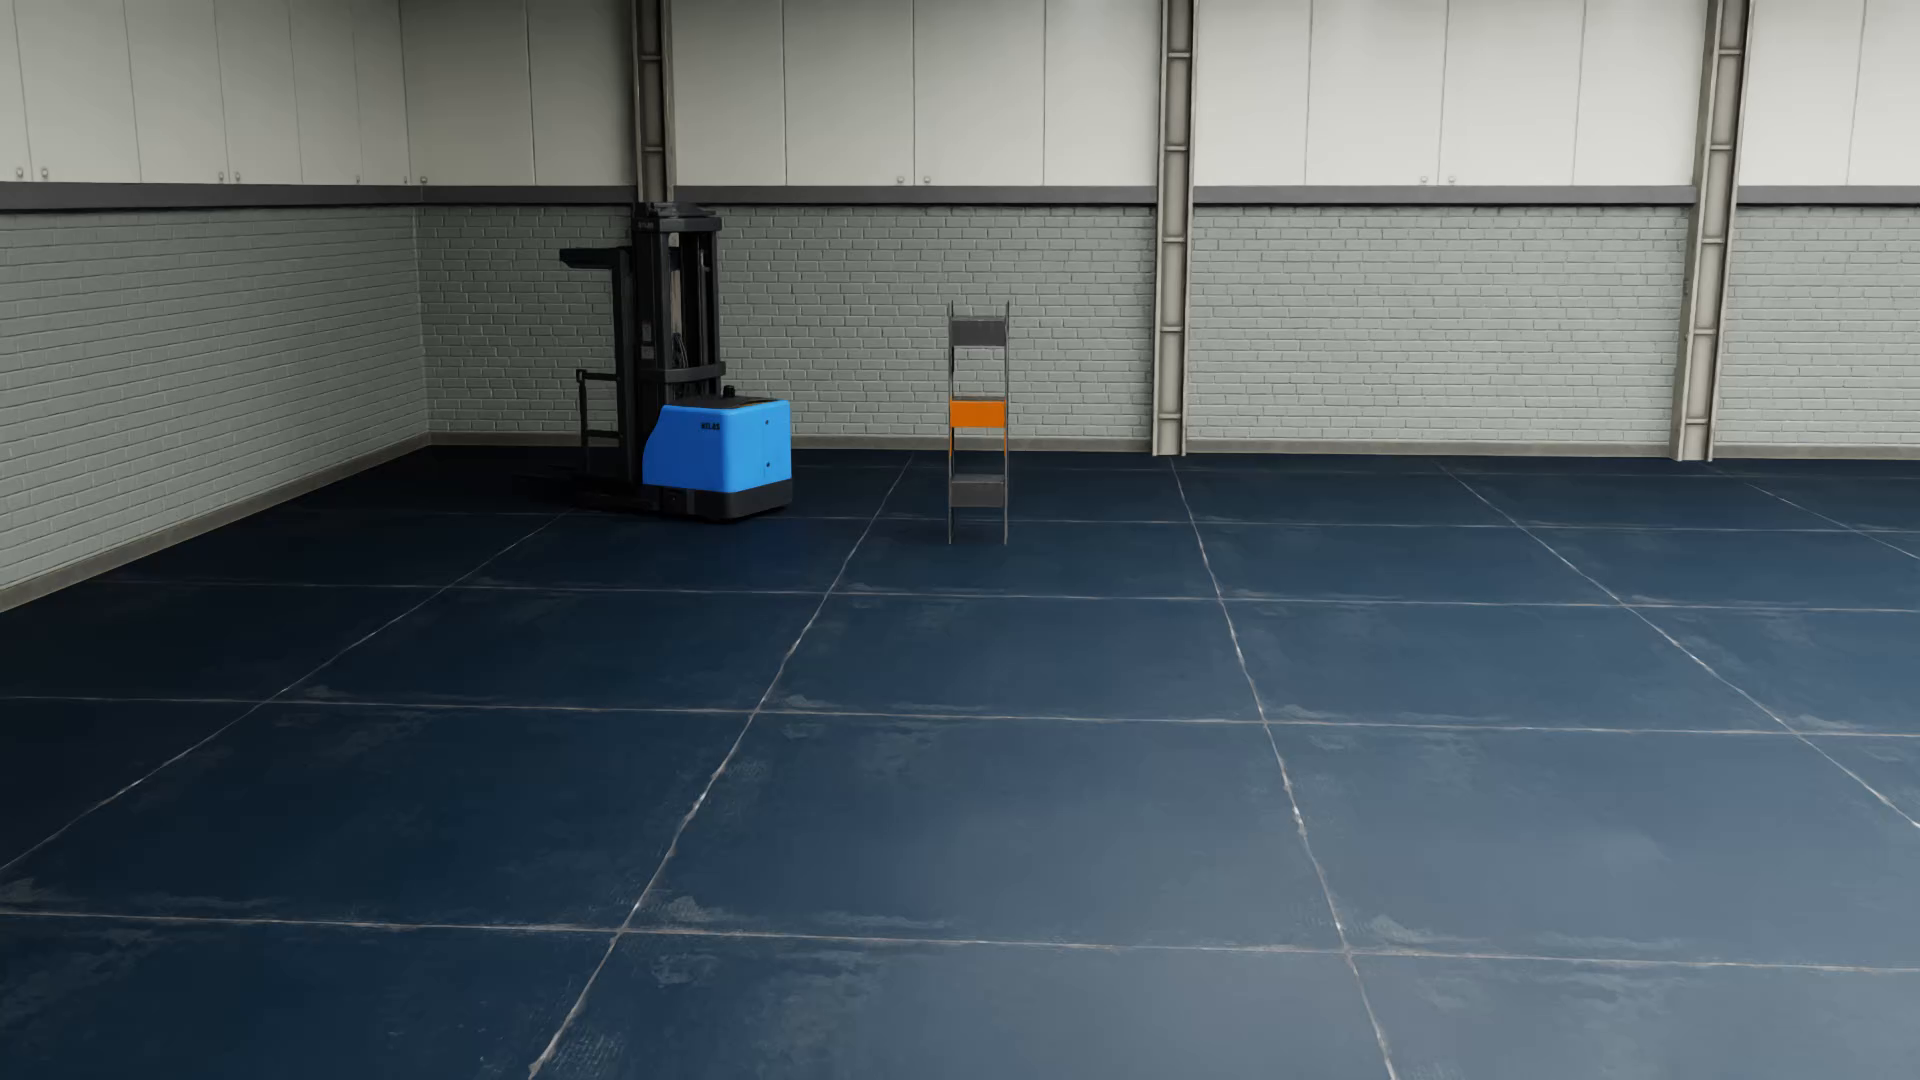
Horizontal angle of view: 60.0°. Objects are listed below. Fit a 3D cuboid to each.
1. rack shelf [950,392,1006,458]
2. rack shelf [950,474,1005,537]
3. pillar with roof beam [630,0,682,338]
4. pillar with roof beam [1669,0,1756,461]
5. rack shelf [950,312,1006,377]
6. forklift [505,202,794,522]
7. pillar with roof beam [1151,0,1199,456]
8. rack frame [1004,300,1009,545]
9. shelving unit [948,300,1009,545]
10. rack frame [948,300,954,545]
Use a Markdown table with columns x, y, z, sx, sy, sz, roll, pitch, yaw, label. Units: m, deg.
| x | y | z | sx | sy | sz | roll | pitch | yaw | label |
| --- | --- | --- | --- | --- | --- | --- | --- | --- | --- |
| 0.165 | -1.012 | 14.545 | 0.480 | 0.518 | 0.431 | 1 | 12 | 4 | rack shelf |
| 0.165 | -0.327 | 14.688 | 0.480 | 0.518 | 0.431 | 1 | 12 | 4 | rack shelf |
| -3.816 | -4.624 | 14.896 | 0.400 | 9.000 | 9.100 | 1 | 12 | 4 | pillar with roof beam |
| 8.157 | -4.460 | 14.111 | 0.400 | 9.000 | 9.100 | 1 | 12 | 4 | pillar with roof beam |
| 0.165 | -1.697 | 14.402 | 0.480 | 0.518 | 0.431 | 1 | 12 | 4 | rack shelf |
| -3.156 | -1.802 | 16.224 | 3.031 | 2.935 | 1.130 | 7 | 14 | 29 | forklift |
| 2.170 | -4.542 | 14.504 | 0.400 | 9.000 | 9.100 | 1 | 12 | 4 | pillar with roof beam |
| 0.409 | -1.022 | 14.526 | 0.015 | 2.100 | 0.400 | 1 | 12 | 4 | rack frame |
| 0.165 | -1.025 | 14.542 | 0.503 | 2.100 | 0.431 | 1 | 12 | 4 | shelving unit |
| -0.078 | -1.029 | 14.558 | 0.015 | 2.100 | 0.400 | 1 | 12 | 4 | rack frame |
